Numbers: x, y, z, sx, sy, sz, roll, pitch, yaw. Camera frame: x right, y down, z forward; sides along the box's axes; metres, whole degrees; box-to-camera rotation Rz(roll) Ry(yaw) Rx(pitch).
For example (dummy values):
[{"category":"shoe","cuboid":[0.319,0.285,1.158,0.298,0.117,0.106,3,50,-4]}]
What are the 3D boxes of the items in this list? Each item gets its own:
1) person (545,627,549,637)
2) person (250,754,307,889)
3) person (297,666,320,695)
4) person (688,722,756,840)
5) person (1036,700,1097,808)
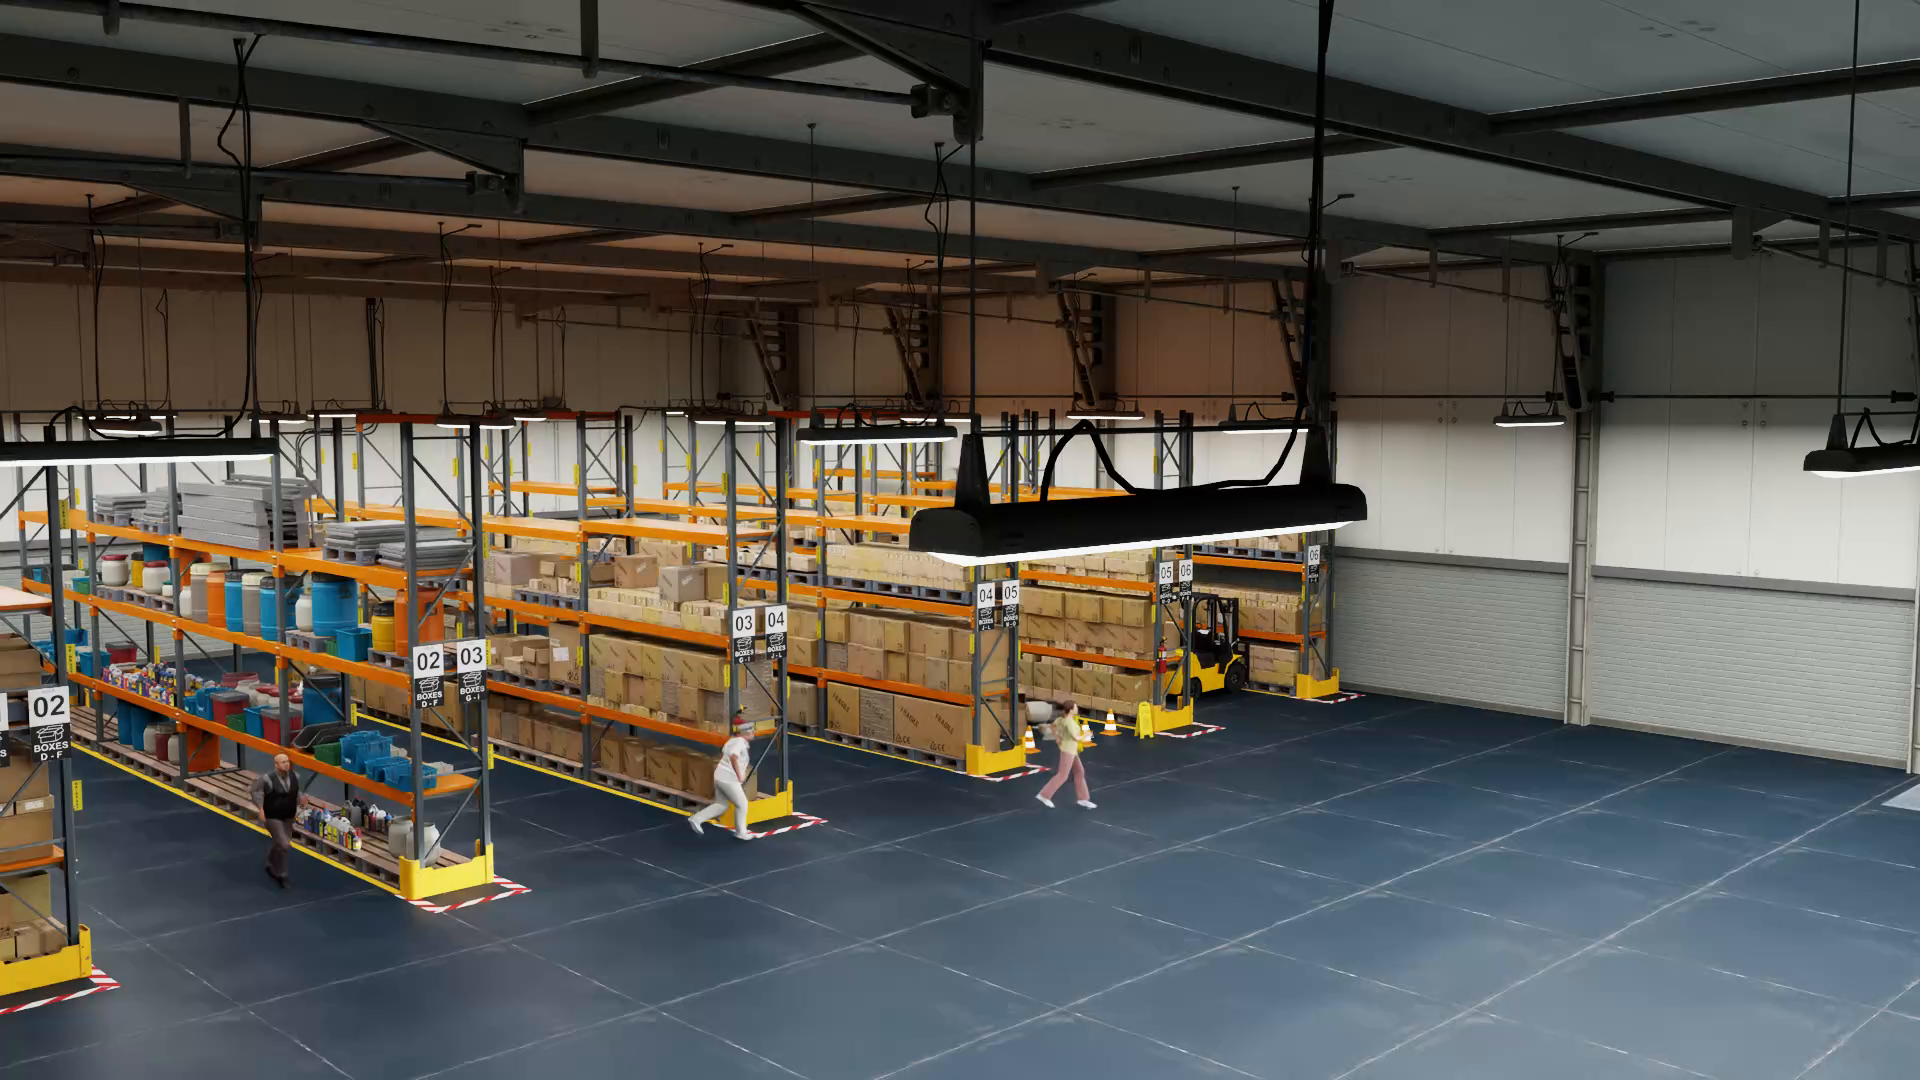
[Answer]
[{"category":"person","cuboid":[-10.080,2.000,41.030,0.780,1.533,0.605,2,5,22]},{"category":"person","cuboid":[-8.795,3.631,21.520,0.874,1.771,0.595,3,6,31]},{"category":"person","cuboid":[-11.233,3.005,29.013,0.539,1.628,0.599,4,6,39]},{"category":"person","cuboid":[-3.366,3.474,23.569,0.990,1.718,0.683,-2,5,-21]},{"category":"person","cuboid":[1.631,3.270,25.345,0.940,1.683,0.560,0,5,-4]}]
